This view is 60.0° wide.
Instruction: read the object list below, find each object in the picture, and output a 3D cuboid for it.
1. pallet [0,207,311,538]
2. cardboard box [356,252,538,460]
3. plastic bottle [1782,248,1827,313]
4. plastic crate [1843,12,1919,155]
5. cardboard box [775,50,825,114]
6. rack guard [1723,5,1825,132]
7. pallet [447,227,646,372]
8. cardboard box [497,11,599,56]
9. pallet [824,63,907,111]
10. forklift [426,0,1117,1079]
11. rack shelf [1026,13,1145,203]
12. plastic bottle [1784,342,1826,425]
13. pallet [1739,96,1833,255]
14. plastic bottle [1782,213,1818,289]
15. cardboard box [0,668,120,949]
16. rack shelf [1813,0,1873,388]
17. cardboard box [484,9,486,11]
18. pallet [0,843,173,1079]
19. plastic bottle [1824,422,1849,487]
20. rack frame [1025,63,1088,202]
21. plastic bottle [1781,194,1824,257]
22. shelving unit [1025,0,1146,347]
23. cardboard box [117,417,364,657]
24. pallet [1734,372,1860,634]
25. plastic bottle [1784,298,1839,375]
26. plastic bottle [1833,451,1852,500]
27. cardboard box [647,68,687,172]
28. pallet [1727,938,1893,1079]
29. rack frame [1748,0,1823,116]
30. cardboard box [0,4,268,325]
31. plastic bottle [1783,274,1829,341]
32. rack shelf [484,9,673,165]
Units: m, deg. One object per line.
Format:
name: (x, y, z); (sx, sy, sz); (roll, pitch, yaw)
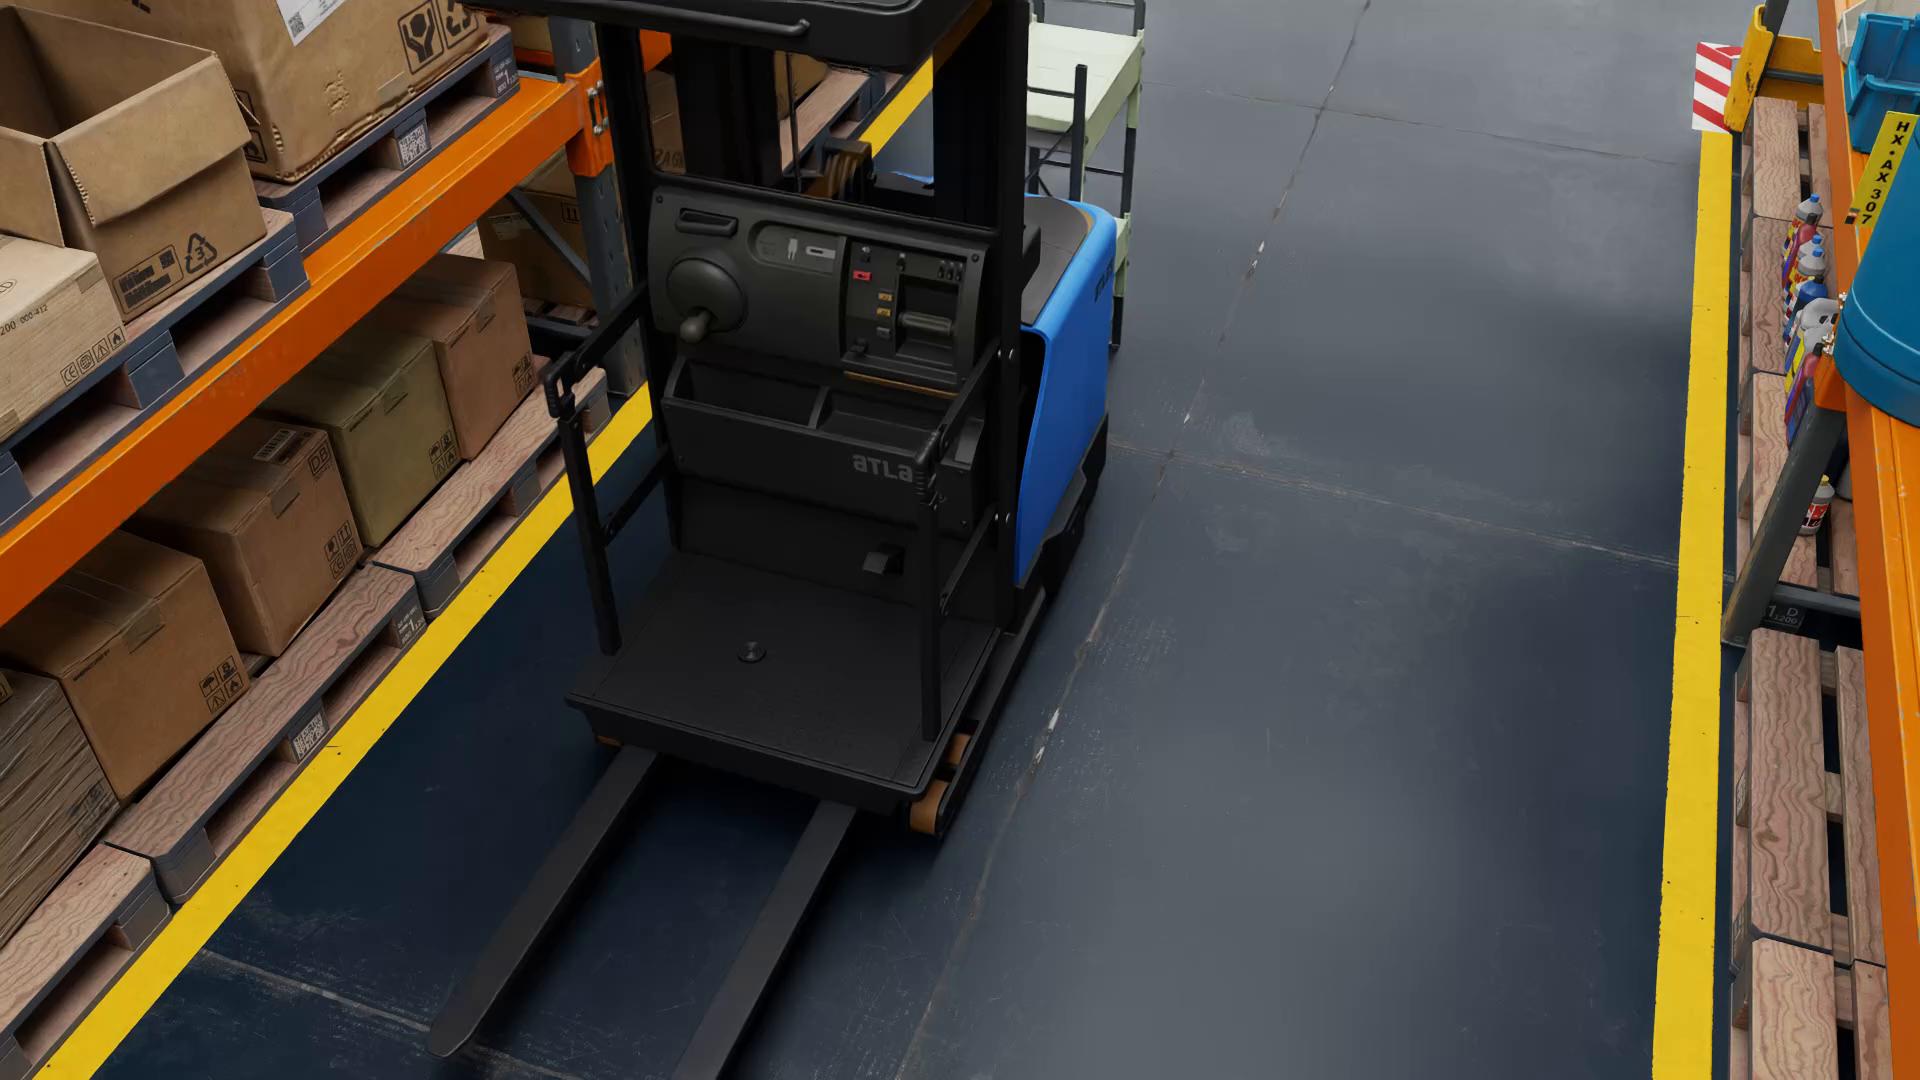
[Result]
pallet: (-2.446, -0.533, 4.212); (1.003, 0.211, 1.213); (13, 42, 15)
cardboard box: (-1.946, -0.676, 5.819); (0.700, 0.500, 0.500); (10, 42, 12)
plastic bottle: (3.242, -0.993, 6.366); (0.097, 0.271, 0.097); (0, 40, 0)
plastic crate: (3.062, -1.409, 5.205); (0.499, 0.251, 0.616); (13, 42, 15)
cardboard box: (-0.982, -2.351, 7.797); (0.500, 0.500, 0.500); (17, 43, 19)
rack guard: (4.324, -2.162, 7.899); (1.175, 0.500, 0.348); (13, 42, 15)
pallet: (-1.520, -1.186, 6.978); (1.003, 0.211, 1.213); (13, 42, 15)
cardboard box: (-1.360, -1.798, 5.740); (0.380, 0.149, 0.250); (13, 42, 15)
pallet: (-0.685, -2.674, 8.722); (1.003, 0.211, 1.213); (13, 42, 15)
forklift: (-0.454, -0.576, 4.167); (1.130, 2.935, 3.031); (13, 42, 15)
rack shelf: (0.329, -1.465, 5.710); (0.431, 0.370, 0.720); (13, 42, 15)
plastic bottle: (2.970, -0.547, 5.834); (0.061, 0.283, 0.133); (16, 43, 18)
pallet: (4.041, -1.558, 7.414); (1.003, 0.211, 1.213); (13, 42, 15)
plastic bottle: (3.299, -1.133, 6.521); (0.061, 0.283, 0.133); (14, 42, 16)
cardboard box: (-2.696, 0.639, 4.276); (0.700, 0.500, 0.500); (10, 41, 12)
rack shelf: (3.622, -1.677, 5.958); (1.077, 0.370, 4.000); (13, 42, 15)
cardboard box: (-1.919, -1.930, 5.895); (0.380, 0.149, 0.250); (13, 42, 15)
pallet: (-2.815, 1.195, 4.187); (1.003, 0.211, 1.213); (13, 42, 15)
plastic bottle: (2.888, -0.347, 5.547); (0.144, 0.351, 0.185); (12, 42, 14)
rack frame: (0.205, -0.944, 5.701); (0.400, 1.500, 0.023); (13, 42, 15)
plastic bottle: (3.393, -1.263, 6.682); (0.097, 0.271, 0.097); (0, 40, 0)
shelving unit: (0.329, -1.168, 5.963); (0.431, 1.500, 0.755); (13, 42, 15)
cardboard box: (-2.318, -0.048, 5.082); (0.700, 0.500, 0.500); (10, 41, 11)
pallet: (3.207, -0.070, 5.669); (1.003, 0.211, 1.213); (13, 42, 15)
plastic bottle: (3.123, -0.731, 6.055); (0.152, 0.276, 0.135); (14, 42, 16)
plastic bottle: (3.023, -0.315, 5.510); (0.144, 0.351, 0.185); (13, 42, 15)
cardboard box: (-1.353, -1.625, 6.945); (0.500, 0.500, 0.500); (27, 47, 28)
pallet: (2.291, 1.565, 3.753); (1.003, 0.211, 1.213); (13, 42, 15)
rack frame: (4.306, -3.170, 7.155); (1.000, 3.000, 0.127); (13, 42, 15)
cardboard box: (-2.222, -0.951, 4.150); (0.797, 0.503, 0.637); (18, 43, 19)
plastic bottle: (3.172, -0.869, 6.221); (0.097, 0.271, 0.097); (0, 40, 0)
rack shelf: (-1.032, -2.776, 7.247); (1.077, 0.370, 4.000); (13, 42, 15)
